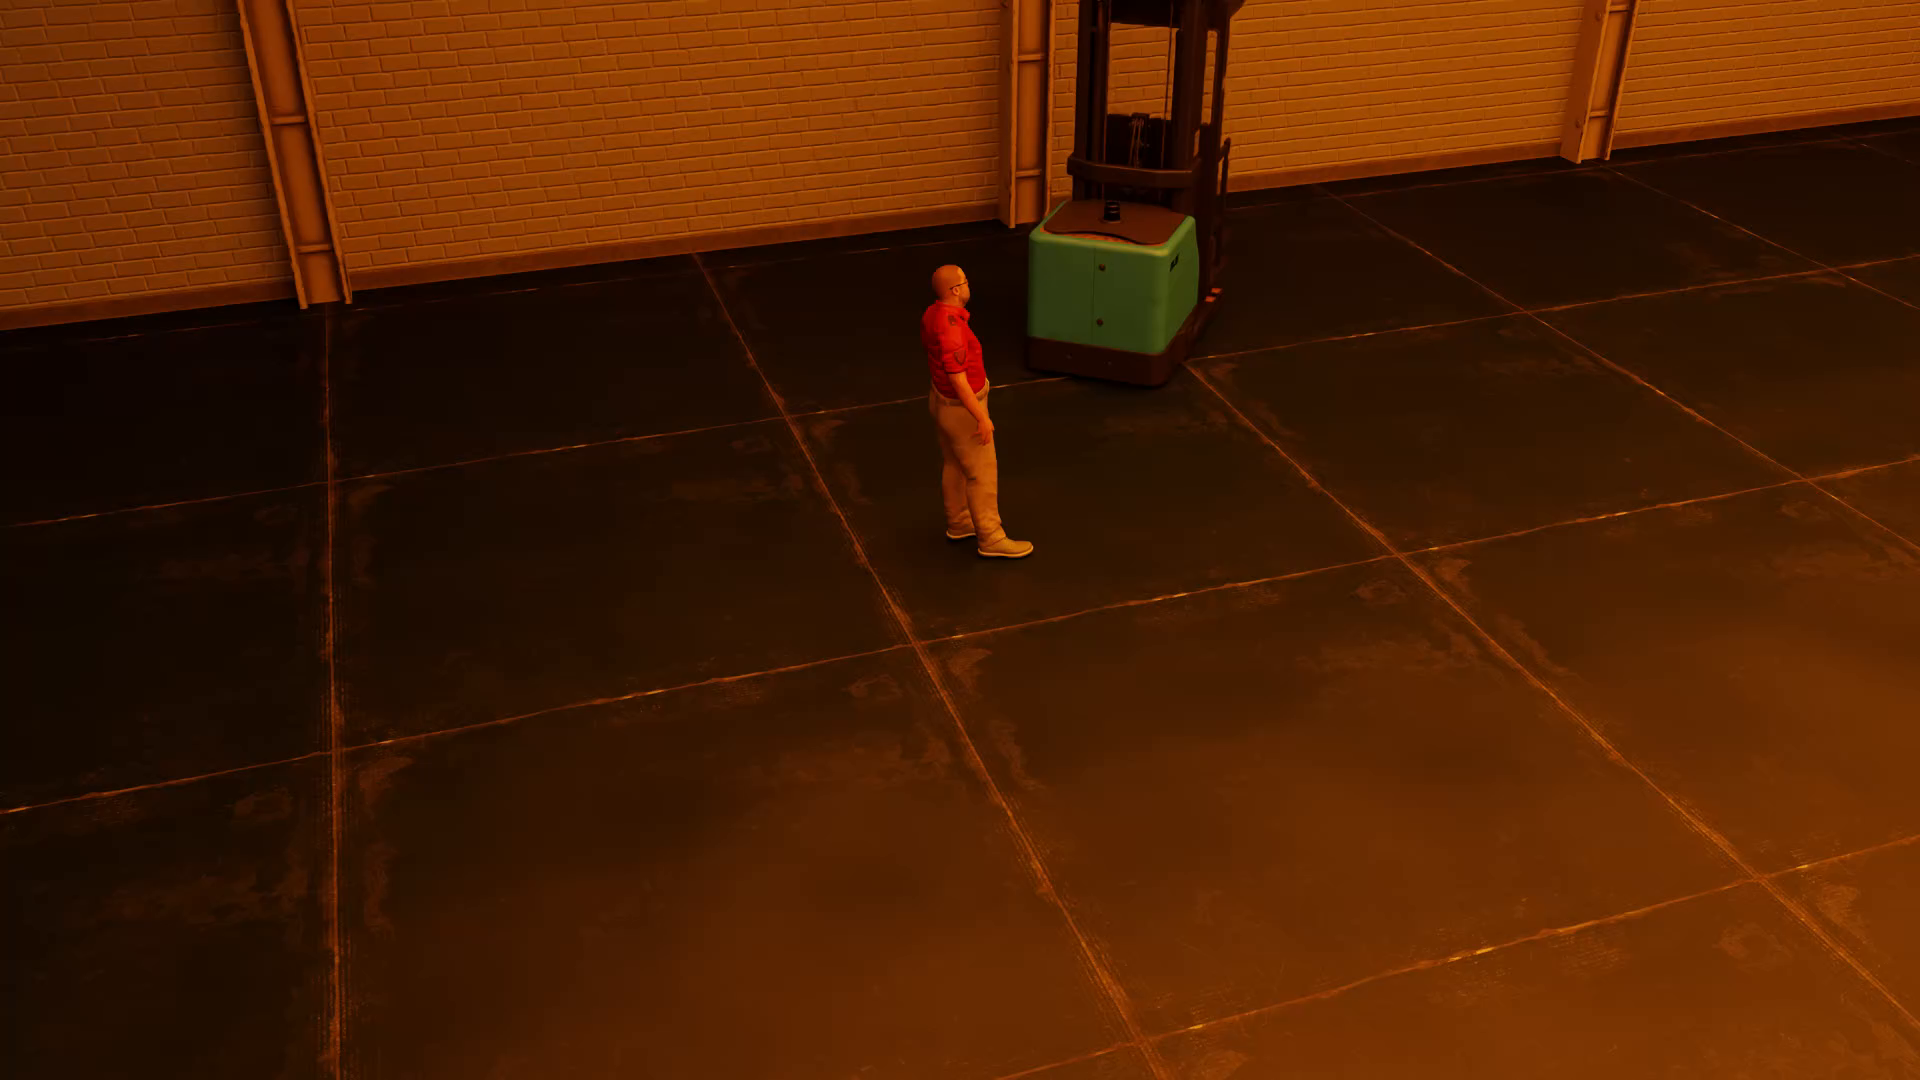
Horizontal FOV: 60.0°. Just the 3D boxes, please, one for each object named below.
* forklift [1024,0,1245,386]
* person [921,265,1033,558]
[{"bbox_3d":[1.466,-3.082,12.444,1.130,2.935,3.031,11,32,18],"label":"forklift"},{"bbox_3d":[0.089,-0.764,9.606,0.551,1.727,0.640,-10,31,-16],"label":"person"}]
